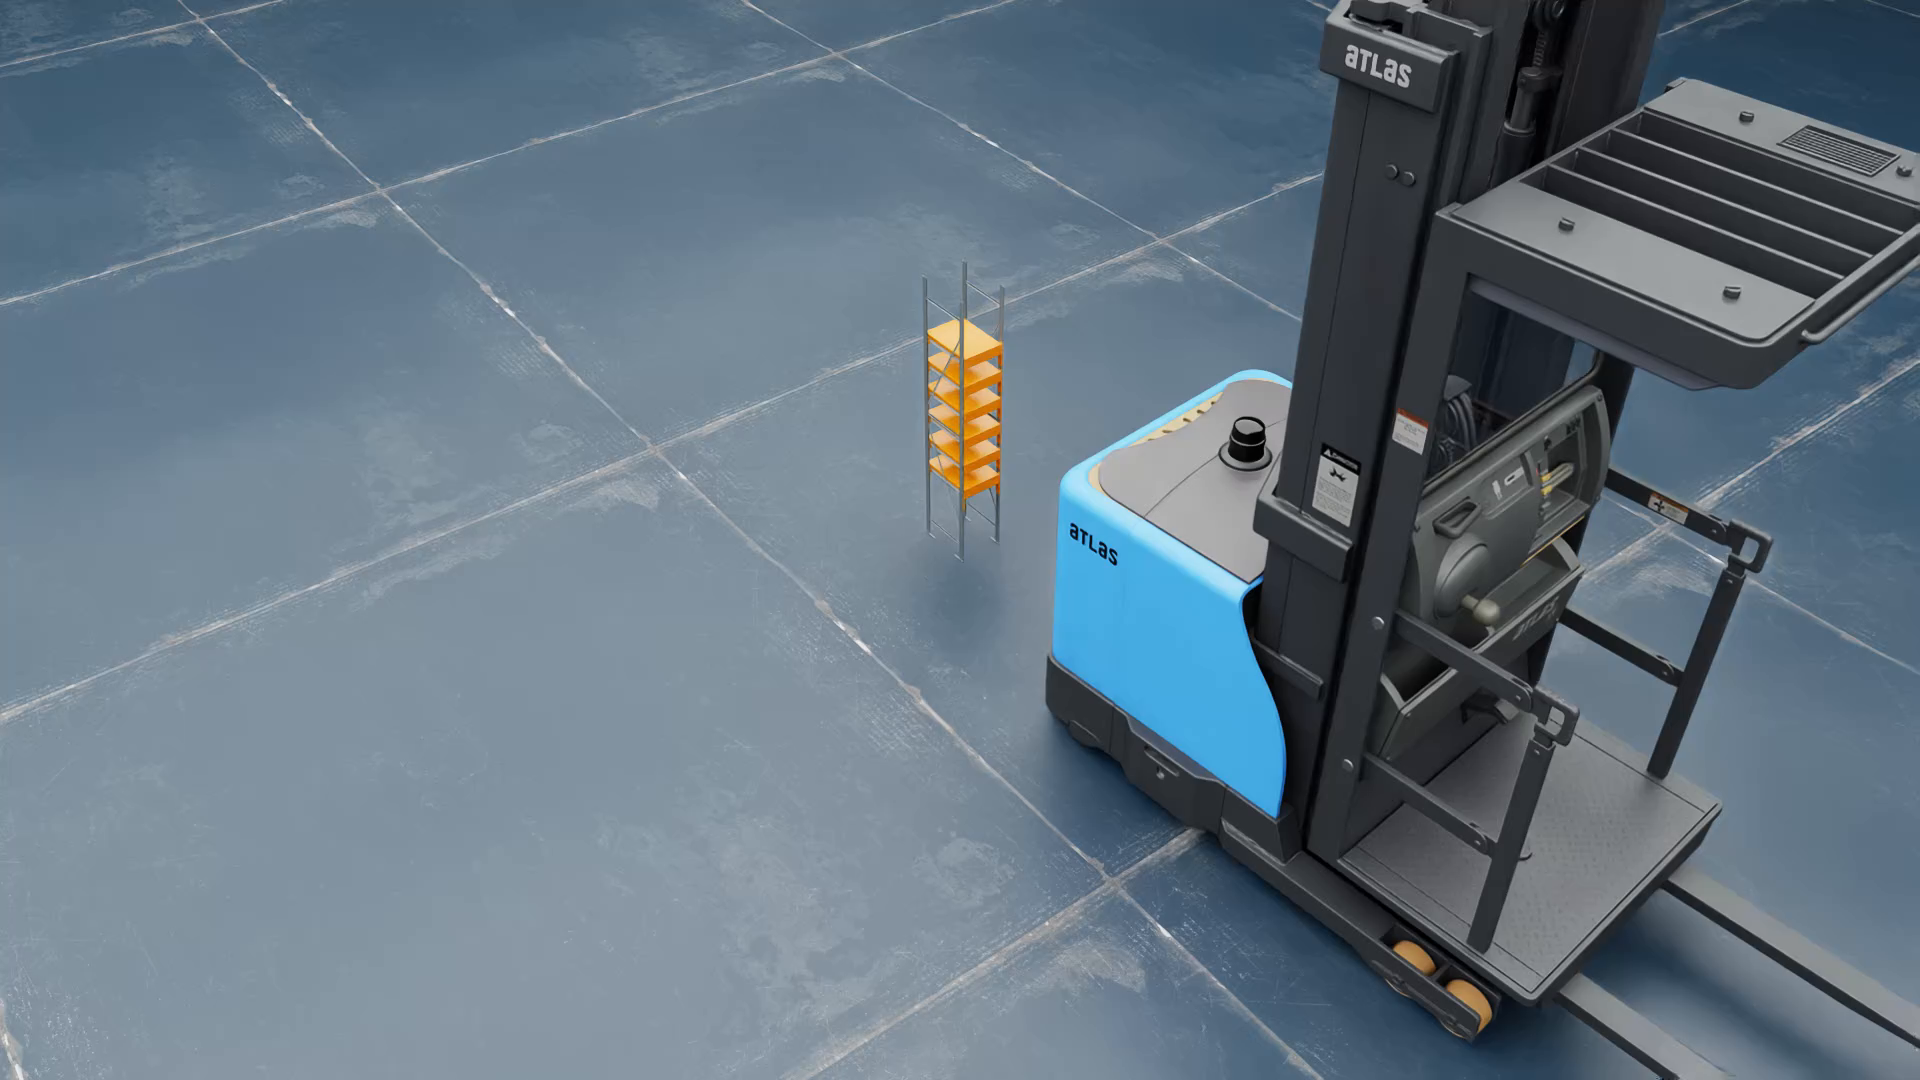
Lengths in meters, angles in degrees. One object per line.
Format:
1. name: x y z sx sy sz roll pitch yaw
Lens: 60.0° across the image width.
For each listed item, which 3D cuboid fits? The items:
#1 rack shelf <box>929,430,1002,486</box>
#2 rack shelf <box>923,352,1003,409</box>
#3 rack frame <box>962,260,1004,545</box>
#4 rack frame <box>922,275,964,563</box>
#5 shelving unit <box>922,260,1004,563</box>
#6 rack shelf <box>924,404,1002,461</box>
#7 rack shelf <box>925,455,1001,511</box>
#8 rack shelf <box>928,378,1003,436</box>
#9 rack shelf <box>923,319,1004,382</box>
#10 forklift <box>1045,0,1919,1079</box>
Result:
1. rack shelf: 0.011 -0.342 6.481 0.180 0.103 0.258 -26 46 -28
2. rack shelf: 0.011 -0.621 6.252 0.180 0.103 0.258 -26 46 -28
3. rack frame: 0.084 -0.505 6.419 0.006 1.200 0.240 -26 46 -28
4. rack frame: -0.061 -0.434 6.333 0.006 1.200 0.240 -26 46 -28
5. shelving unit: 0.011 -0.469 6.376 0.189 1.200 0.258 -26 46 -28
6. rack shelf: 0.011 -0.435 6.404 0.180 0.103 0.258 -26 46 -28
7. rack shelf: 0.011 -0.250 6.557 0.180 0.103 0.258 -26 46 -28
8. rack shelf: 0.011 -0.528 6.328 0.180 0.103 0.258 -26 46 -28
9. rack shelf: 0.011 -0.713 6.176 0.180 0.103 0.258 -26 46 -28
10. forklift: 1.669 -0.027 4.472 1.130 2.935 3.031 -30 48 -31
